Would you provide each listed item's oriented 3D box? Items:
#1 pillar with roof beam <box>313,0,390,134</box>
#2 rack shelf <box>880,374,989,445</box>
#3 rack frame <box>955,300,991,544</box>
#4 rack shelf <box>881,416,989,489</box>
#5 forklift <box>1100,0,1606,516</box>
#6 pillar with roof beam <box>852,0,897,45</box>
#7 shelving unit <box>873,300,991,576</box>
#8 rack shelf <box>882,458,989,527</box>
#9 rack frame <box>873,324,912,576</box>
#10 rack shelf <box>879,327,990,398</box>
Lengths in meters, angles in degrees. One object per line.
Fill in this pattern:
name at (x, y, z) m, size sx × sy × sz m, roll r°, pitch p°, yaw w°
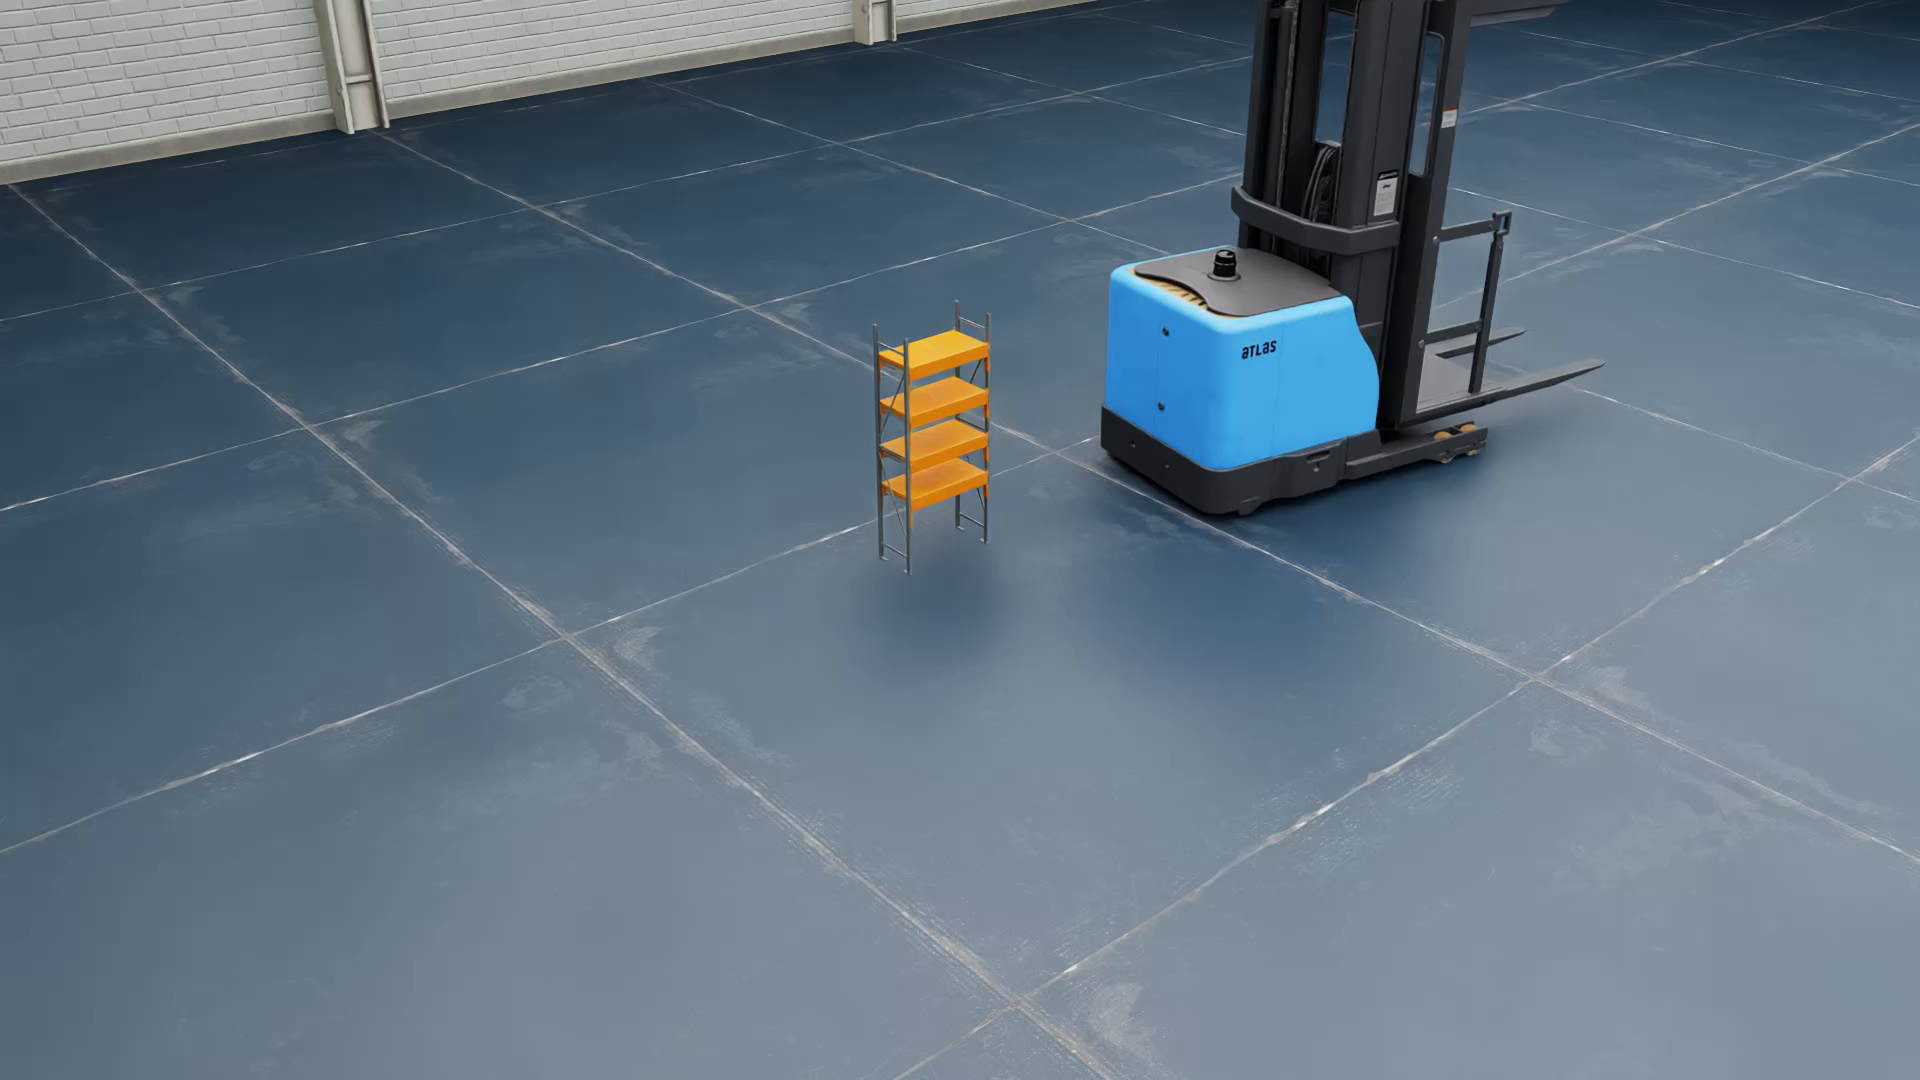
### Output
pillar with roof beam at (-2.735, -6.246, 10.391) m, size 0.400 × 9.000 × 9.100 m, roll -22°, pitch 35°, yaw -35°
rack shelf at (-0.126, -0.616, 7.799) m, size 0.480 × 0.148 × 0.258 m, roll -22°, pitch 35°, yaw -35°
rack frame at (0.060, -0.553, 8.012) m, size 0.015 × 1.200 × 0.240 m, roll -22°, pitch 35°, yaw -35°
rack shelf at (-0.126, -0.419, 7.904) m, size 0.480 × 0.148 × 0.258 m, roll -22°, pitch 35°, yaw -35°
forklift at (2.299, -1.911, 8.717) m, size 3.031 × 2.935 × 1.130 m, roll -15°, pitch 32°, yaw -26°
pillar with roof beam at (1.829, -8.082, 13.825) m, size 0.400 × 9.000 × 9.100 m, roll -22°, pitch 35°, yaw -35°
shelving unit at (-0.126, -0.479, 7.872) m, size 0.503 × 1.200 × 0.258 m, roll -22°, pitch 35°, yaw -35°
rack shelf at (-0.126, -0.244, 7.998) m, size 0.480 × 0.148 × 0.258 m, roll -22°, pitch 35°, yaw -35°
rack frame at (-0.312, -0.404, 7.733) m, size 0.015 × 1.200 × 0.240 m, roll -22°, pitch 35°, yaw -35°
rack shelf at (-0.126, -0.825, 7.687) m, size 0.480 × 0.148 × 0.258 m, roll -22°, pitch 35°, yaw -35°
